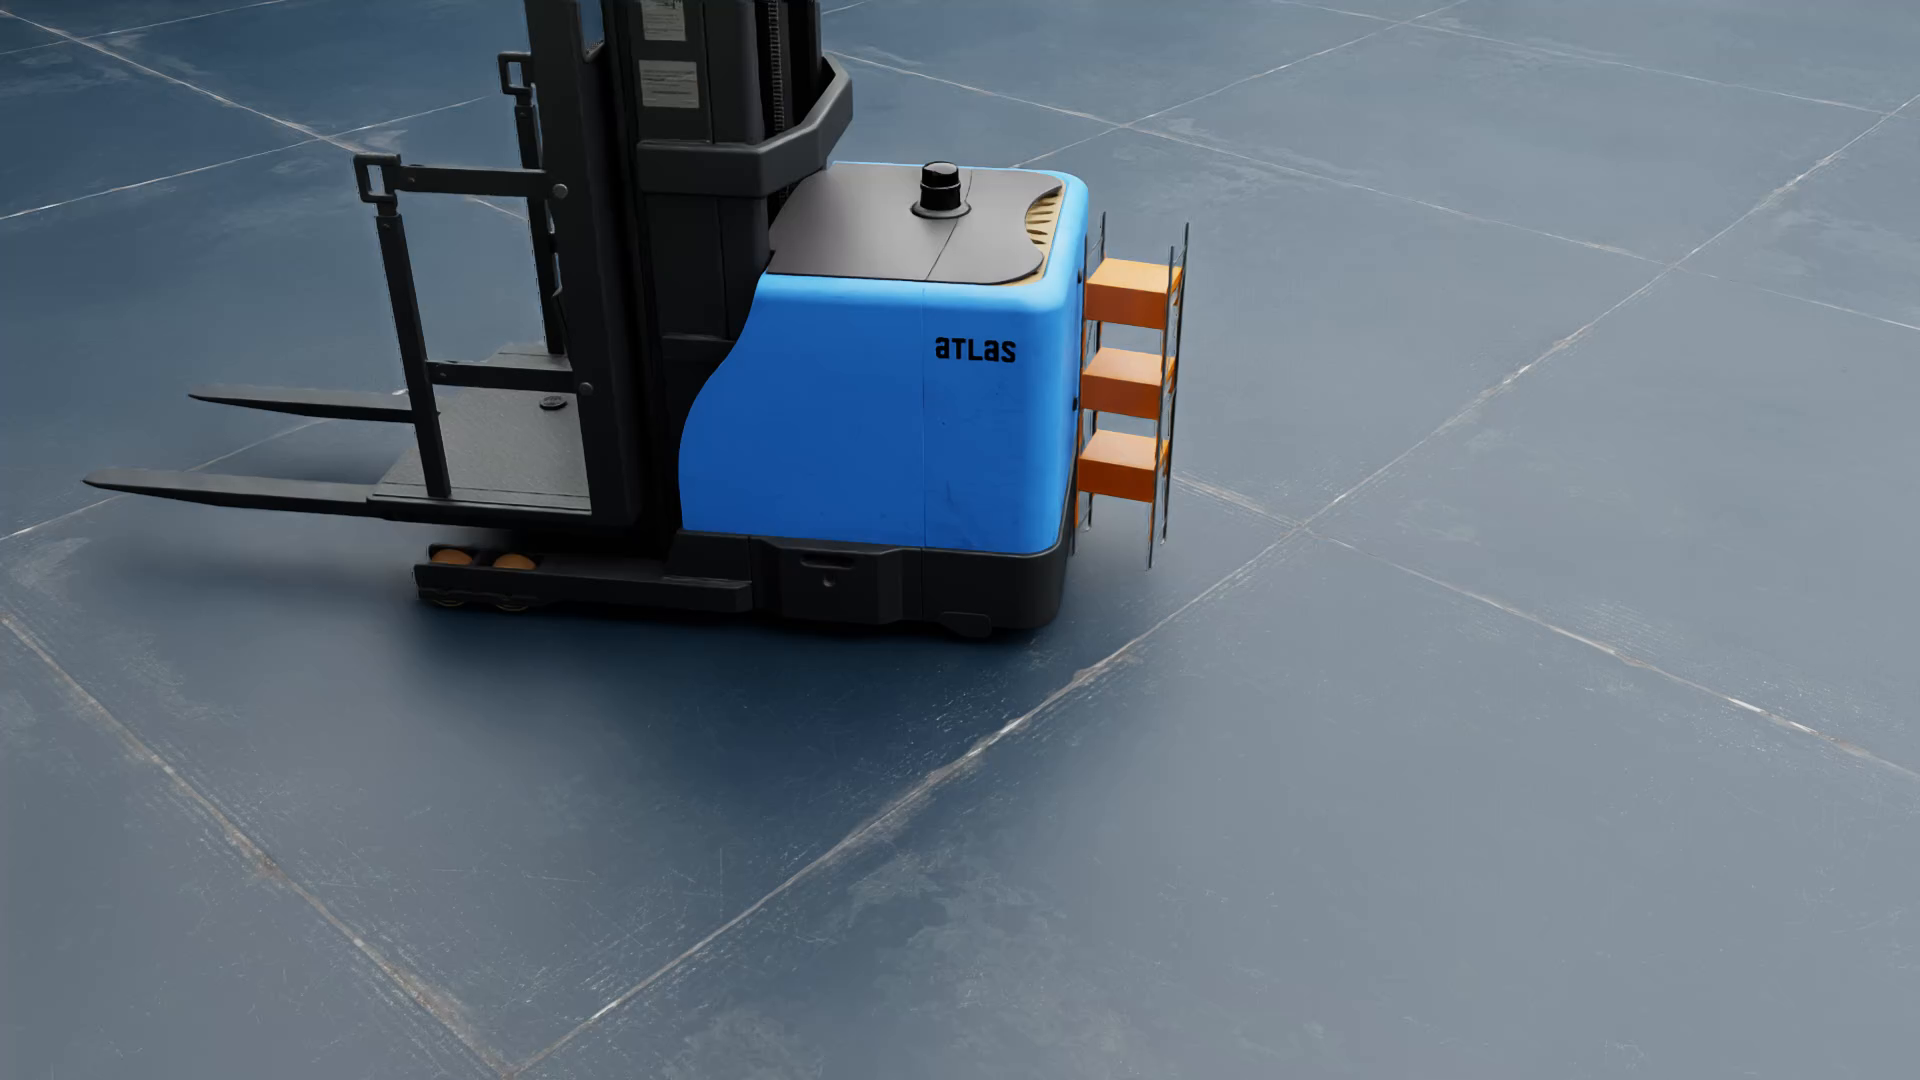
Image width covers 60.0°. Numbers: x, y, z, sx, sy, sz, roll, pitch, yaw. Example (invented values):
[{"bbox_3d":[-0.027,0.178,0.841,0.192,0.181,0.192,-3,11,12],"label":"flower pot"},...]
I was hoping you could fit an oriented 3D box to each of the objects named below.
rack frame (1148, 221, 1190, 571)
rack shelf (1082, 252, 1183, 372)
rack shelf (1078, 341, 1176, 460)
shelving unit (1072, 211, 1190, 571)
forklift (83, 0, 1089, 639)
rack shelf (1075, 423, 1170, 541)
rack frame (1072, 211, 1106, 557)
[{"bbox_3d":[0.614,-0.405,4.904,0.008,1.050,0.200,10,33,17],"label":"rack frame"},{"bbox_3d":[0.499,-0.660,4.798,0.240,0.259,0.215,10,33,17],"label":"rack shelf"},{"bbox_3d":[0.499,-0.417,4.945,0.240,0.259,0.215,10,33,17],"label":"rack shelf"},{"bbox_3d":[0.499,-0.426,4.939,0.252,1.050,0.215,10,33,17],"label":"shelving unit"},{"bbox_3d":[-1.160,-1.310,4.584,3.031,2.935,1.130,4,31,7],"label":"forklift"},{"bbox_3d":[0.499,-0.179,5.088,0.240,0.259,0.215,10,33,17],"label":"rack shelf"},{"bbox_3d":[0.384,-0.447,4.974,0.008,1.050,0.200,10,33,17],"label":"rack frame"}]
